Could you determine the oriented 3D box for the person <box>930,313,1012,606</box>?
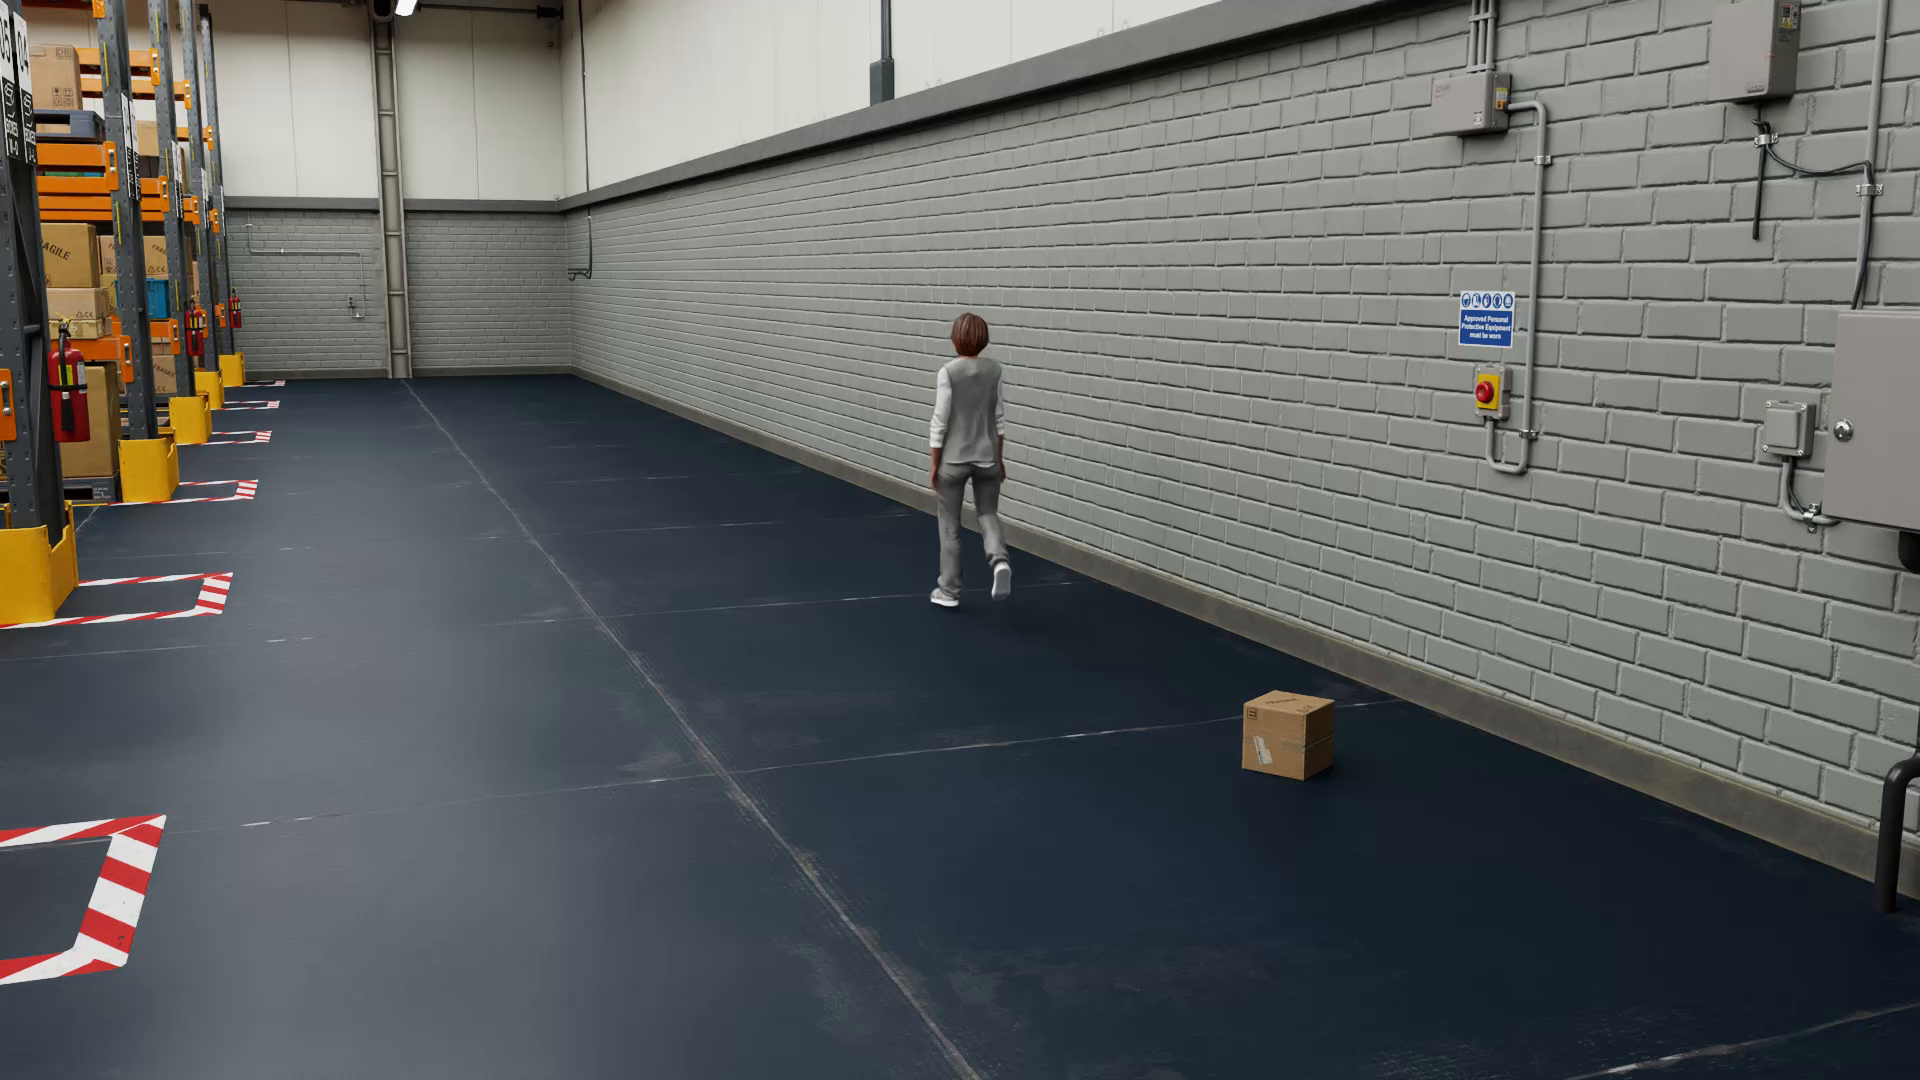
[{"bbox_3d":[0.038,-0.408,8.847,0.447,1.584,0.629,-3,10,-19],"label":"person"}]
